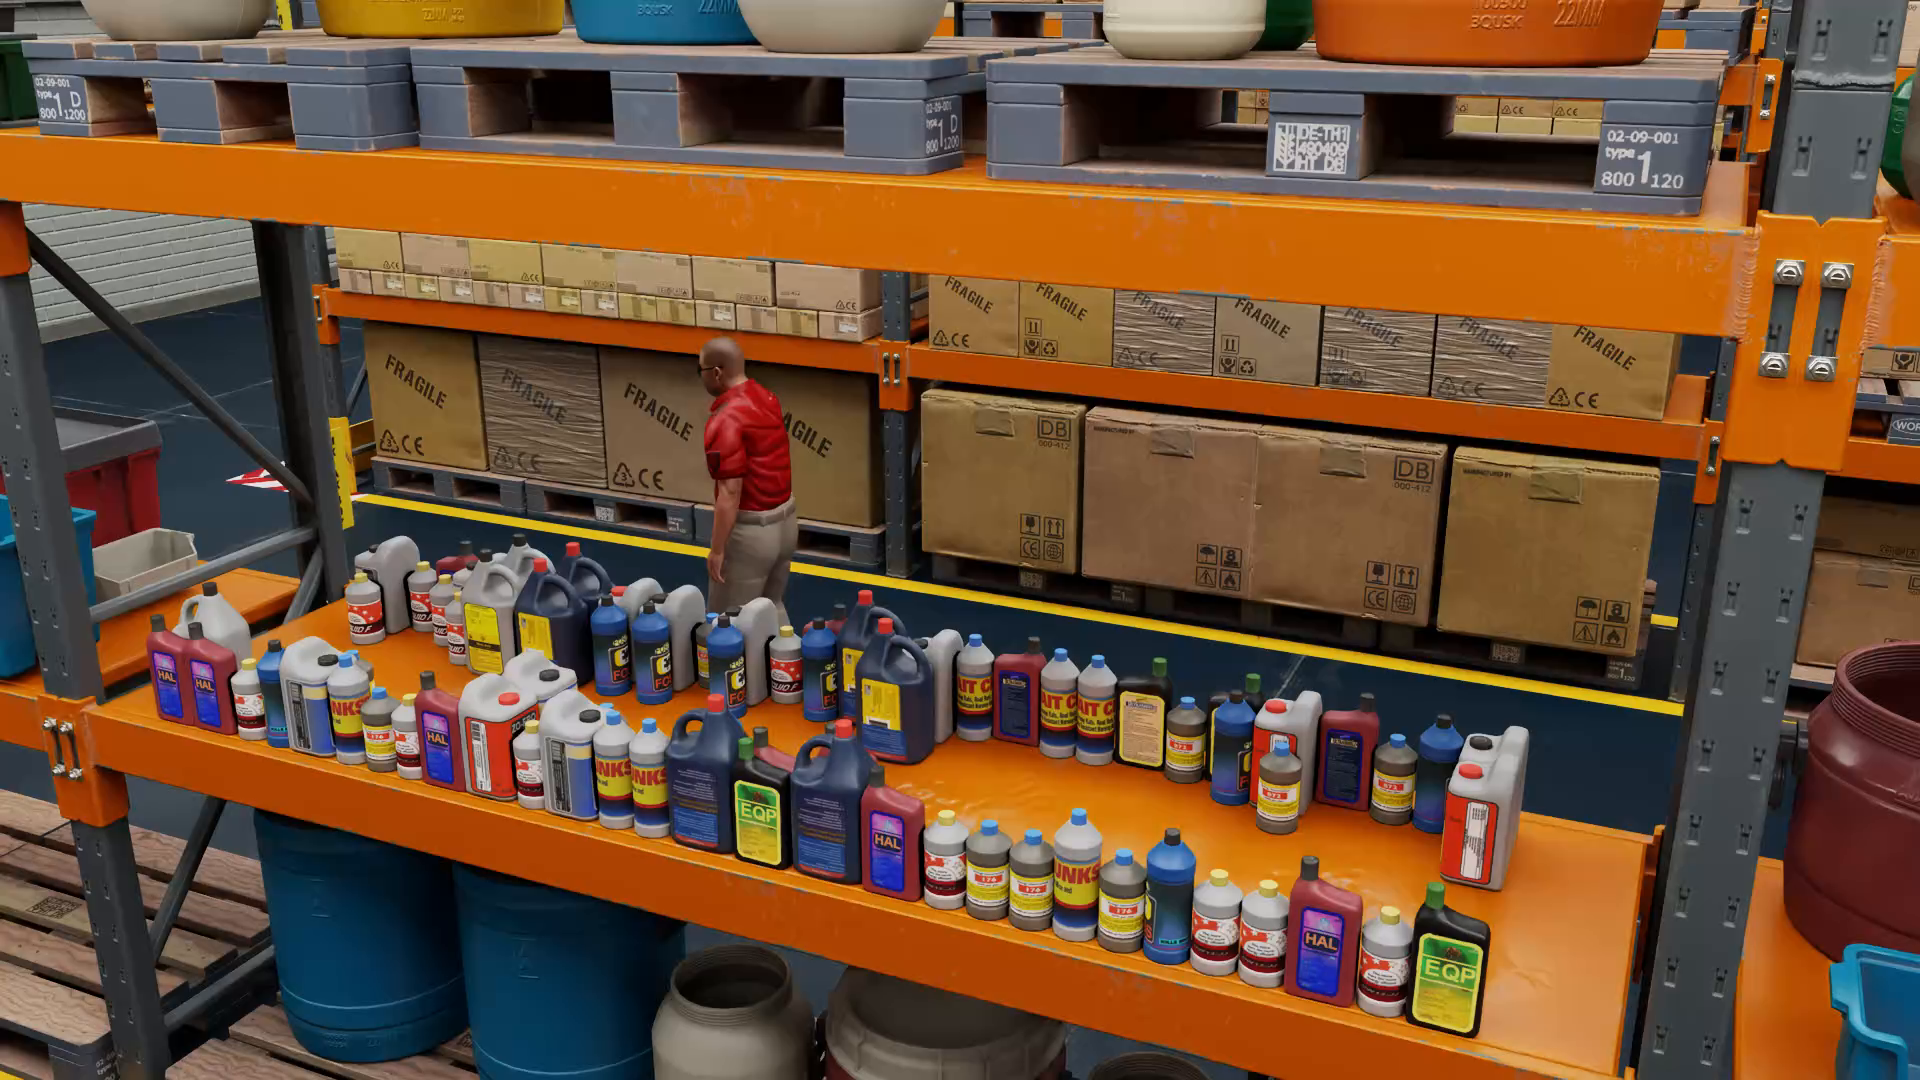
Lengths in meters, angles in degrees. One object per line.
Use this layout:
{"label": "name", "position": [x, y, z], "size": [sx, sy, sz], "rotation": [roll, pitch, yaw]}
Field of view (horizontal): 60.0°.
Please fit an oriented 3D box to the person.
{"label": "person", "position": [-0.920, -0.025, 7.160], "size": [0.393, 1.725, 0.591], "rotation": [7, 20, 20]}
